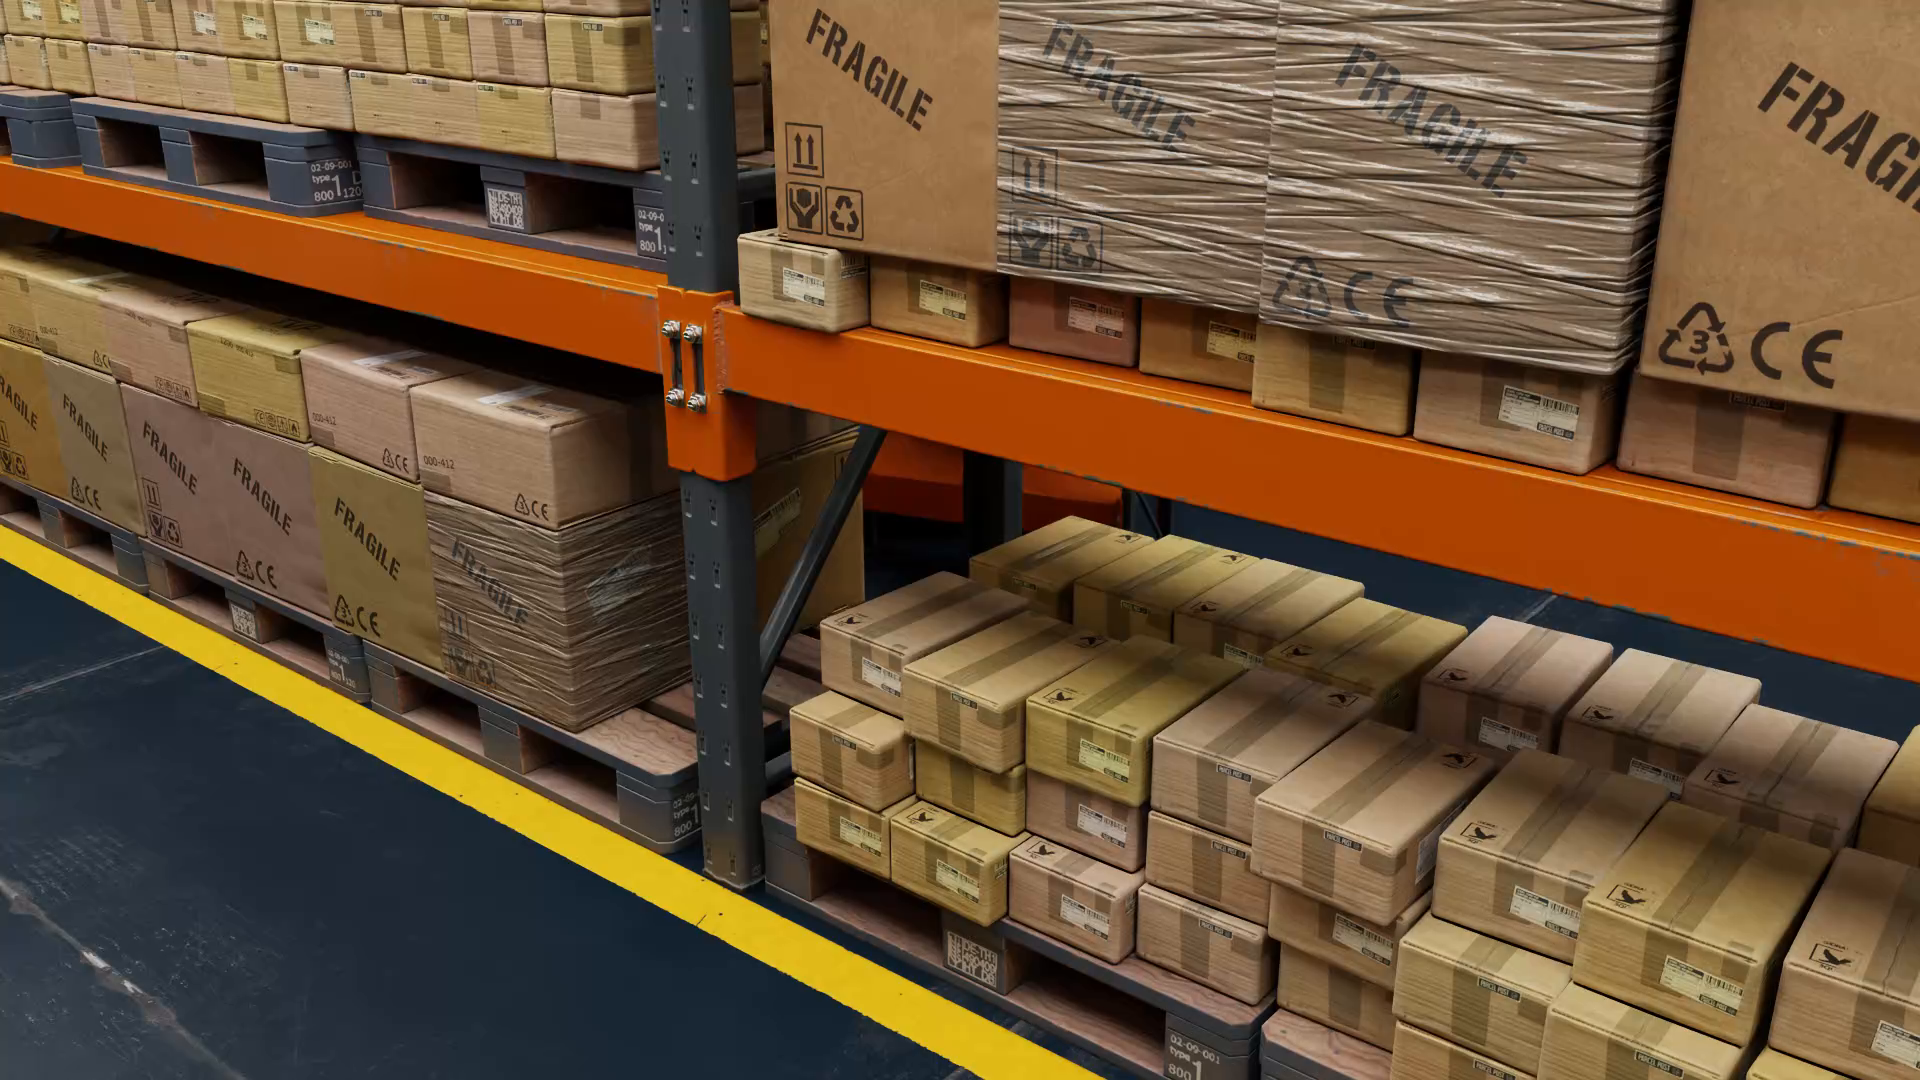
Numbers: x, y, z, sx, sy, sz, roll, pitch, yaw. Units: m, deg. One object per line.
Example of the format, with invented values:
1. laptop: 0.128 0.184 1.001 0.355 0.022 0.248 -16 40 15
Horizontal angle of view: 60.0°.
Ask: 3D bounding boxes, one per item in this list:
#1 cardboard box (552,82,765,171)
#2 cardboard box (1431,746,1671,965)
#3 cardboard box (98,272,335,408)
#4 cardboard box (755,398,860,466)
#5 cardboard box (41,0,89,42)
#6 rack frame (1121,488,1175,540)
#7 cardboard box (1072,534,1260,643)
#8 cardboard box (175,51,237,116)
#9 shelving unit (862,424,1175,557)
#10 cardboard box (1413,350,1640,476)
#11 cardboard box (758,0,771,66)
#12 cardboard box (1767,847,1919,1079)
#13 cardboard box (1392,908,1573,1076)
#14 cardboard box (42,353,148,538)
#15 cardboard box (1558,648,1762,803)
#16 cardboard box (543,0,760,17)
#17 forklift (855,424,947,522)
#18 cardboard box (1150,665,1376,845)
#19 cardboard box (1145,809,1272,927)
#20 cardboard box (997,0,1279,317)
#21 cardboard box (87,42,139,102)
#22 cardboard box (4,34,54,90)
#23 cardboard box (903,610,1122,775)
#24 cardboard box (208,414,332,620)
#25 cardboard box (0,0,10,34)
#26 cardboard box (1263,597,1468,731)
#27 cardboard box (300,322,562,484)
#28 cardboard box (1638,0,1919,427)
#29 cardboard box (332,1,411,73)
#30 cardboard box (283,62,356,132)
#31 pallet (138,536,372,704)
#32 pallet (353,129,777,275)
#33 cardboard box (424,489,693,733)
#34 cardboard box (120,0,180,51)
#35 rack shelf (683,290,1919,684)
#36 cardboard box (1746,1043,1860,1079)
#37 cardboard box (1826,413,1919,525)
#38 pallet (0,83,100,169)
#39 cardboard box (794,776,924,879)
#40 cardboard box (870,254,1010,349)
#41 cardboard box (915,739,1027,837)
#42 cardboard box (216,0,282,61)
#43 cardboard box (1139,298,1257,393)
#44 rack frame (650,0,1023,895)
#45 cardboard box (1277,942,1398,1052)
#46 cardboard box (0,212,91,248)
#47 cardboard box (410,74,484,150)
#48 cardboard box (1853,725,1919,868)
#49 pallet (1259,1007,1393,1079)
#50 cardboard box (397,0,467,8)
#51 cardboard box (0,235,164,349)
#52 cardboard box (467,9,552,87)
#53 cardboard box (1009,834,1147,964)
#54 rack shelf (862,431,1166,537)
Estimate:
1. cardboard box: -0.638 -0.894 3.549 0.250 0.149 0.380 15 26 35
2. cardboard box: 0.959 0.502 2.689 0.250 0.149 0.380 15 25 34
3. cardboard box: -2.155 -0.604 4.903 0.500 0.250 0.500 16 26 37
4. cardboard box: -0.611 -0.396 4.351 0.500 0.250 0.500 15 25 34
5. cardboard box: -2.441 -1.554 4.877 0.250 0.149 0.380 16 26 37
6. rack frame: 0.560 -0.294 4.853 0.032 1.125 0.500 8 22 20
7. cardboard box: 0.458 0.133 3.668 0.250 0.149 0.380 16 26 37
8. cardboard box: -1.856 -1.244 4.476 0.250 0.149 0.380 15 25 35
9. shelving unit: 0.088 -0.360 5.030 1.048 1.125 0.538 8 22 20
10. cardboard box: 0.858 -0.230 2.383 0.250 0.149 0.380 17 27 39
11. cardboard box: -0.422 -1.270 4.124 0.250 0.149 0.380 15 26 35
12. cardboard box: 1.346 0.618 2.380 0.250 0.149 0.380 15 25 35
13. cardboard box: 0.898 0.665 2.678 0.250 0.149 0.380 16 26 36
14. cardboard box: -2.526 -0.361 5.323 0.500 0.500 0.500 16 26 37
15. cardboard box: 1.291 0.357 3.072 0.250 0.149 0.380 15 25 34
16. cardboard box: -0.640 -1.174 3.449 0.250 0.149 0.380 18 27 39
17. forklift: 0.065 -1.899 6.550 1.130 2.935 3.031 2 21 5
18. cardboard box: 0.550 0.384 3.000 0.250 0.149 0.380 15 25 35
19. cardboard box: 0.545 0.523 3.053 0.250 0.149 0.380 15 25 34
20. cardboard box: 0.407 -0.679 2.654 0.500 0.500 0.500 16 26 36
21. cardboard box: -2.251 -1.359 4.781 0.250 0.149 0.380 17 27 38
22. cardboard box: -2.668 -1.477 5.095 0.250 0.149 0.380 18 27 39
23. cardboard box: 0.106 0.289 3.252 0.250 0.149 0.380 18 27 39
24. cardboard box: -1.730 -0.134 4.720 0.500 0.500 0.500 15 26 35
25. cardboard box: -2.846 -1.669 5.182 0.250 0.149 0.380 18 27 39
26. cardboard box: 0.807 0.265 3.315 0.250 0.149 0.380 17 27 38
27. cardboard box: -1.332 -0.374 4.294 0.500 0.250 0.500 18 27 39
28. cardboard box: 1.208 -0.445 2.034 0.500 0.500 0.500 18 27 39
29. cardboard box: -1.249 -1.208 3.960 0.250 0.149 0.380 15 25 35
30. cardboard box: -1.445 -1.125 4.161 0.250 0.149 0.380 15 25 34
31. pallet: -1.759 0.078 5.161 1.213 0.211 1.003 16 26 36
32. pallet: -0.706 -0.901 4.079 1.213 0.211 1.003 16 26 36
33. cardboard box: -0.938 0.096 4.110 0.500 0.500 0.500 15 26 35
34. cardboard box: -2.058 -1.442 4.580 0.250 0.149 0.380 16 26 36
35. rack shelf: 1.344 0.002 2.432 4.000 0.370 1.077 16 26 36
36. cardboard box: 1.304 0.780 2.371 0.250 0.149 0.380 18 27 39
37. cardboard box: 1.304 -0.133 2.125 0.250 0.149 0.380 17 26 37
38. pallet: -2.685 -1.454 5.544 1.003 0.211 1.213 16 26 36
39. cardboard box: -0.127 0.526 3.468 0.250 0.149 0.380 15 25 34
40. cardboard box: 0.054 -0.473 3.028 0.250 0.149 0.380 17 27 38
41. cardboard box: 0.126 0.418 3.333 0.250 0.149 0.380 16 26 37
42. cardboard box: -1.662 -1.327 4.275 0.250 0.149 0.380 16 26 37
43. cardboard box: 0.501 -0.366 2.744 0.250 0.149 0.380 15 25 34
44. rack frame: -0.206 -0.781 3.488 0.127 3.000 1.000 16 26 36
45. cardboard box: 0.764 0.720 2.954 0.250 0.149 0.380 15 25 34
46. cardboard box: -3.719 -0.978 6.603 0.750 0.750 1.050 16 26 36
47. cardboard box: -1.032 -1.008 3.852 0.250 0.149 0.380 16 26 36
48. cardboard box: 1.670 0.473 2.766 0.250 0.149 0.380 17 26 37
49. pallet: 1.286 0.936 2.887 1.213 0.211 1.003 16 26 36
50. cardboard box: -1.048 -1.292 3.762 0.250 0.149 0.380 15 25 35
51. cardboard box: -2.923 -0.831 5.506 0.500 0.250 0.500 15 25 34
52. cardboard box: -0.844 -1.092 3.653 0.250 0.149 0.380 16 26 37
53. cardboard box: 0.305 0.626 3.202 0.250 0.149 0.380 16 26 36
54. rack shelf: 0.088 -0.132 5.116 1.000 0.278 0.538 8 22 20
